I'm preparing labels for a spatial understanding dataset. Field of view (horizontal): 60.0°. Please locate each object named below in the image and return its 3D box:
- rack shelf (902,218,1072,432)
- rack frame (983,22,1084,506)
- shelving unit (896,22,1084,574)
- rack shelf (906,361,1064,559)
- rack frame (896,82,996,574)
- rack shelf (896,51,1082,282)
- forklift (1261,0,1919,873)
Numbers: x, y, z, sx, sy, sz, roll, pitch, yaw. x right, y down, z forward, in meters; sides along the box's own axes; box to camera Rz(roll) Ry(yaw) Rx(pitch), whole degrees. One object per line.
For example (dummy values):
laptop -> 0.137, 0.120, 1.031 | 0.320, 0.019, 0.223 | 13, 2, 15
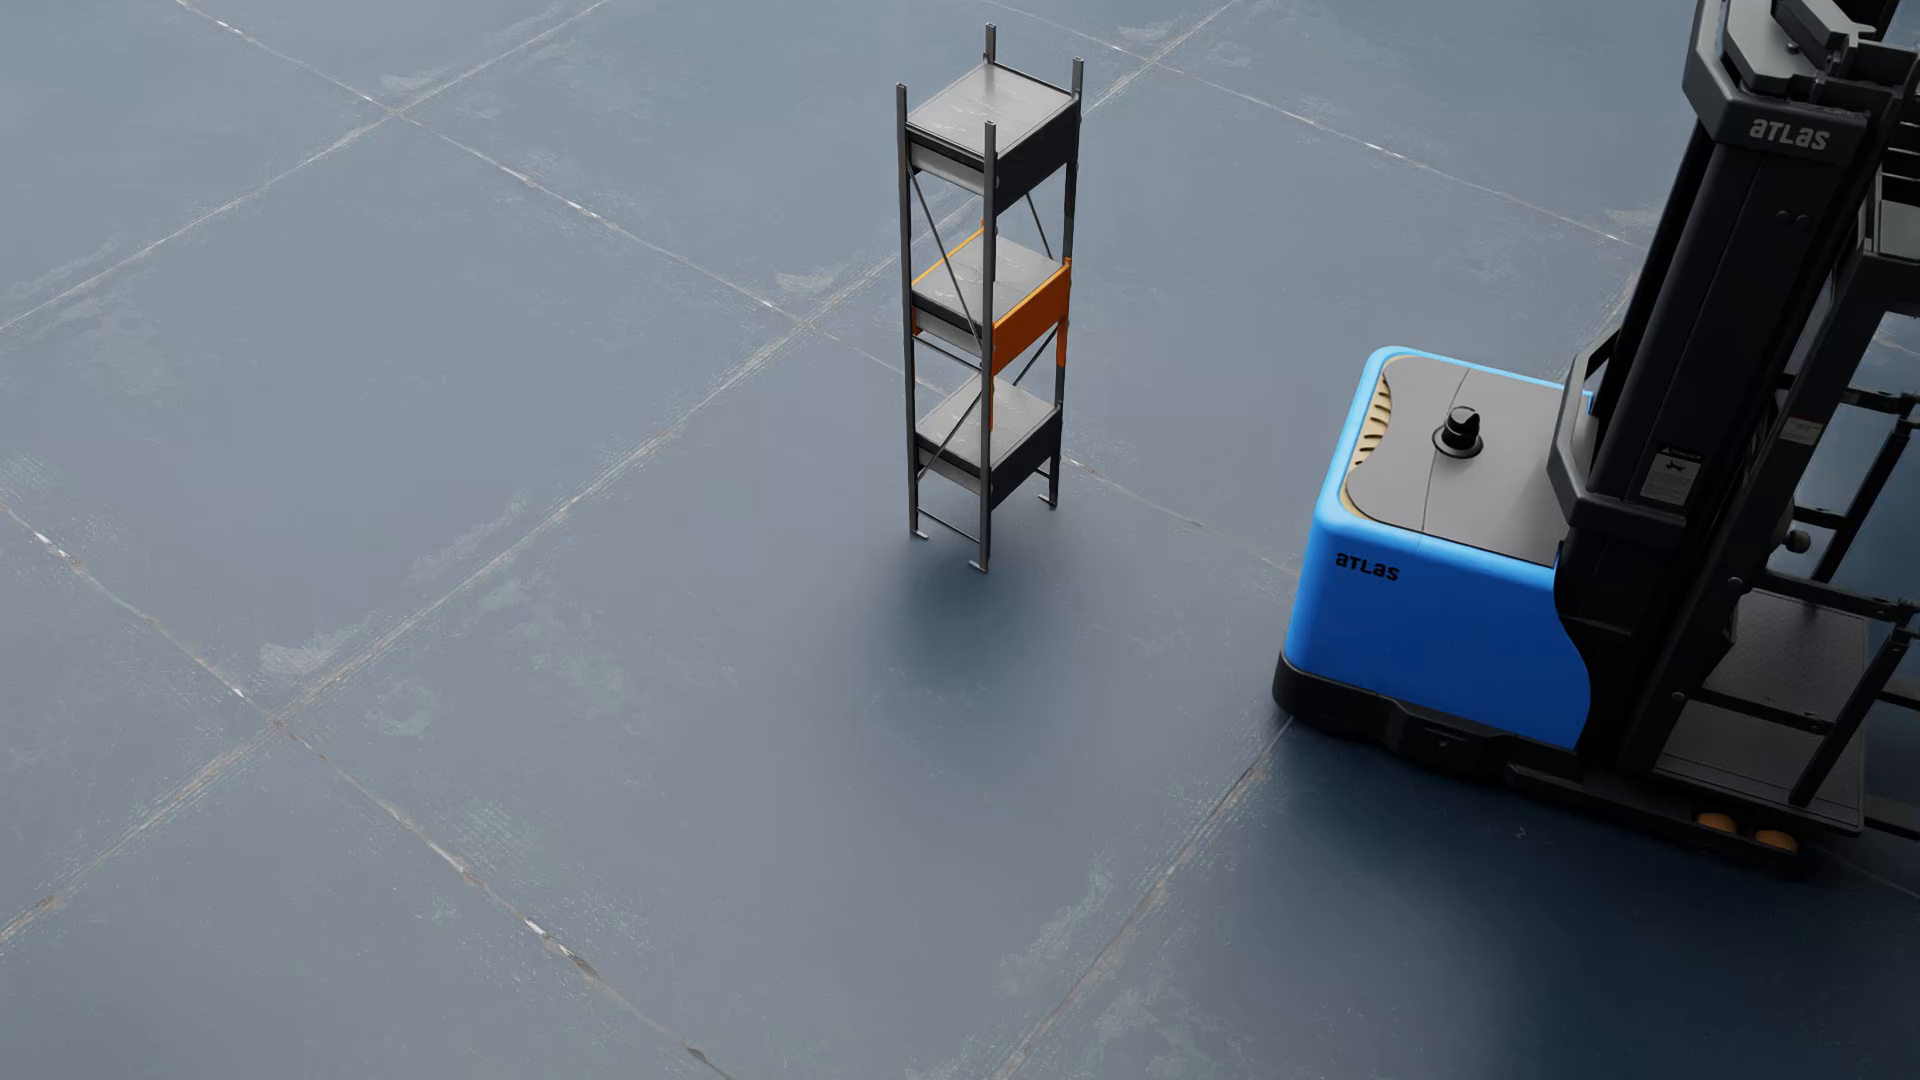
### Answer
rack shelf -> 0.101, -0.811, 6.256 | 0.431, 0.518, 0.480 | 29, 53, 25
rack frame -> 0.250, -0.960, 6.379 | 0.400, 2.100, 0.015 | 29, 53, 25
shelving unit -> 0.101, -0.820, 6.246 | 0.431, 2.100, 0.503 | 29, 53, 25
rack shelf -> 0.101, -0.327, 6.762 | 0.431, 0.518, 0.480 | 29, 53, 25
rack frame -> -0.048, -0.680, 6.113 | 0.400, 2.100, 0.015 | 29, 53, 25
rack shelf -> 0.101, -1.294, 5.750 | 0.431, 0.518, 0.480 | 29, 53, 25
forklift -> 2.706, -0.297, 5.172 | 3.031, 2.935, 1.130 | 16, 48, 15
